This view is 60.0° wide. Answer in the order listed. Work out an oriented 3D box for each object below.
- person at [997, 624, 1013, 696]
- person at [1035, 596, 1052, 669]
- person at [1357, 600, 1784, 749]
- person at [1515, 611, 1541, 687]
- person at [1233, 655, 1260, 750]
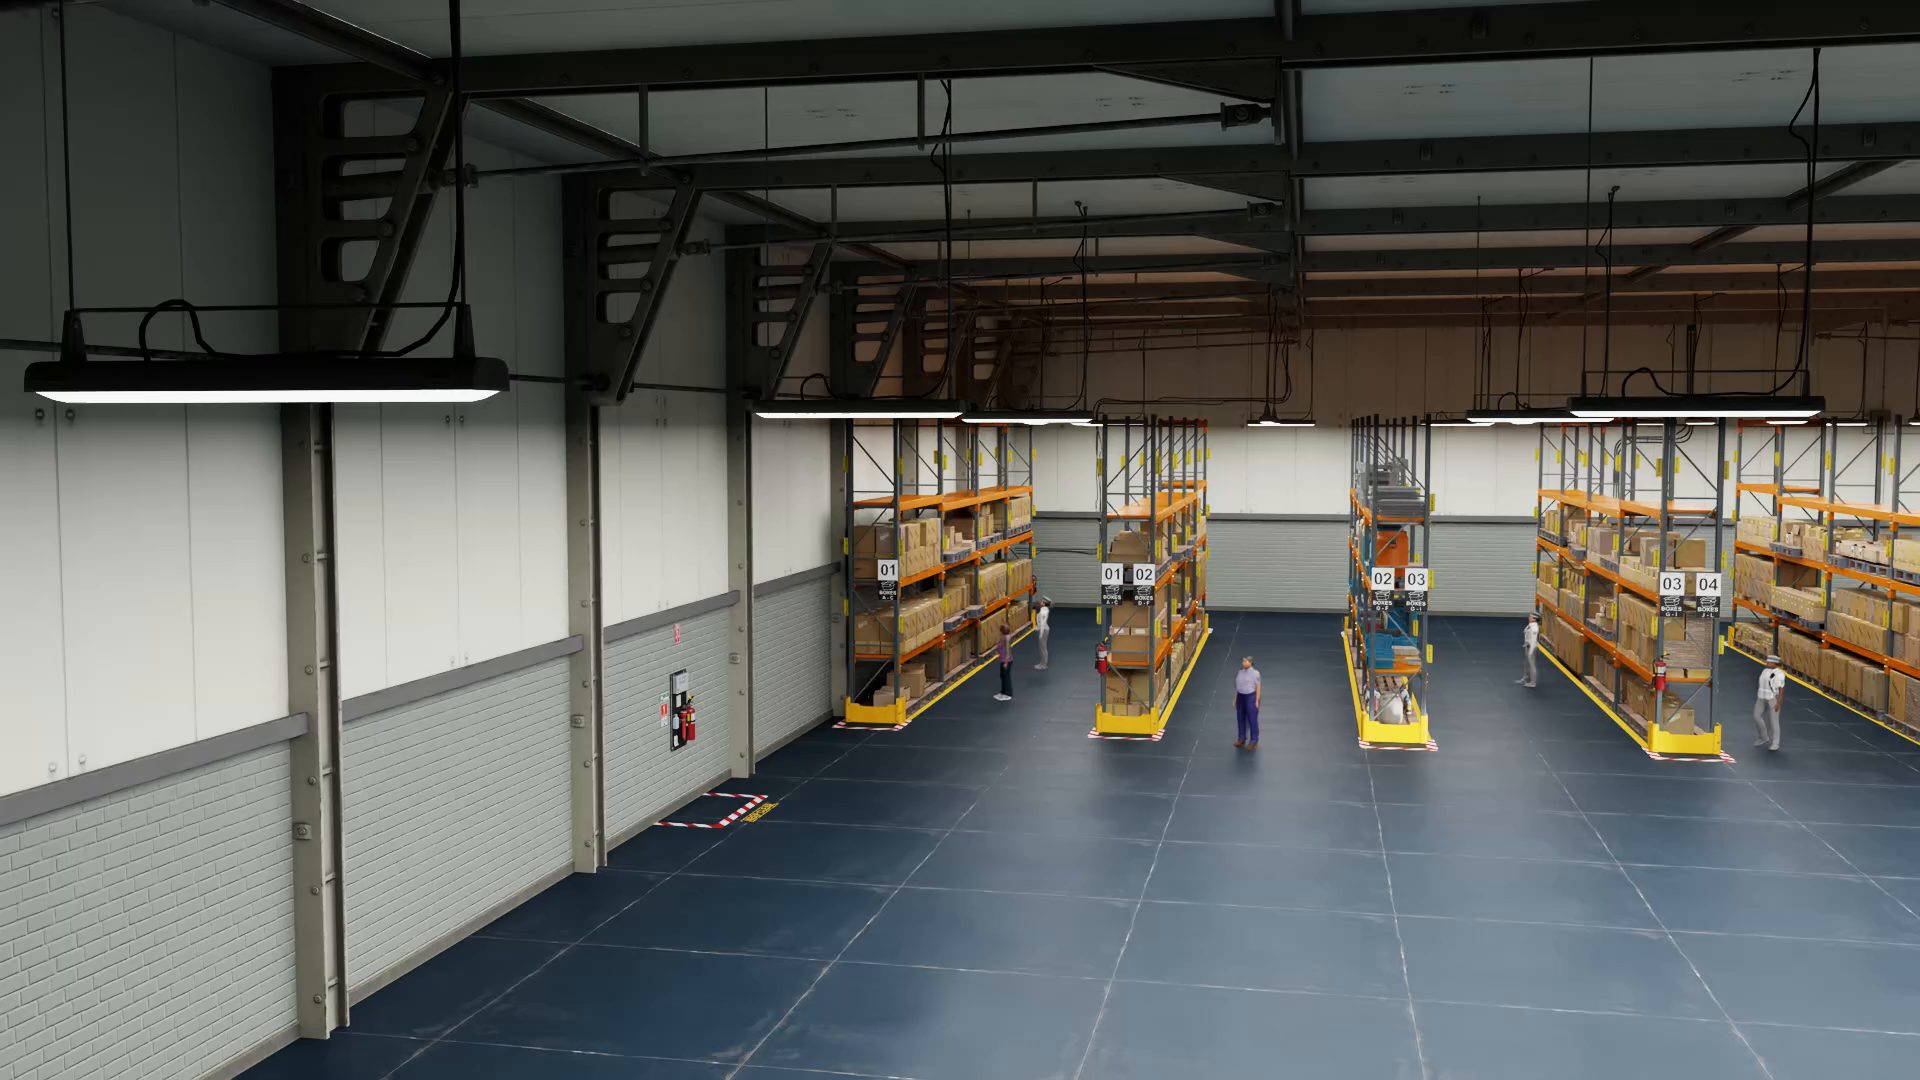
[{"bbox_3d":[0.949,2.545,35.148,0.321,1.522,0.478,-1,4,-12],"label":"person"},{"bbox_3d":[1.939,2.138,38.657,0.408,1.701,0.525,0,4,-4],"label":"person"},{"bbox_3d":[12.117,2.582,35.037,1.956,1.670,11.816,-2,5,-33],"label":"person"},{"bbox_3d":[12.652,2.418,37.091,0.557,1.674,0.491,2,4,28],"label":"person"},{"bbox_3d":[5.153,2.909,29.956,0.371,1.667,0.505,-3,5,-41],"label":"person"}]
